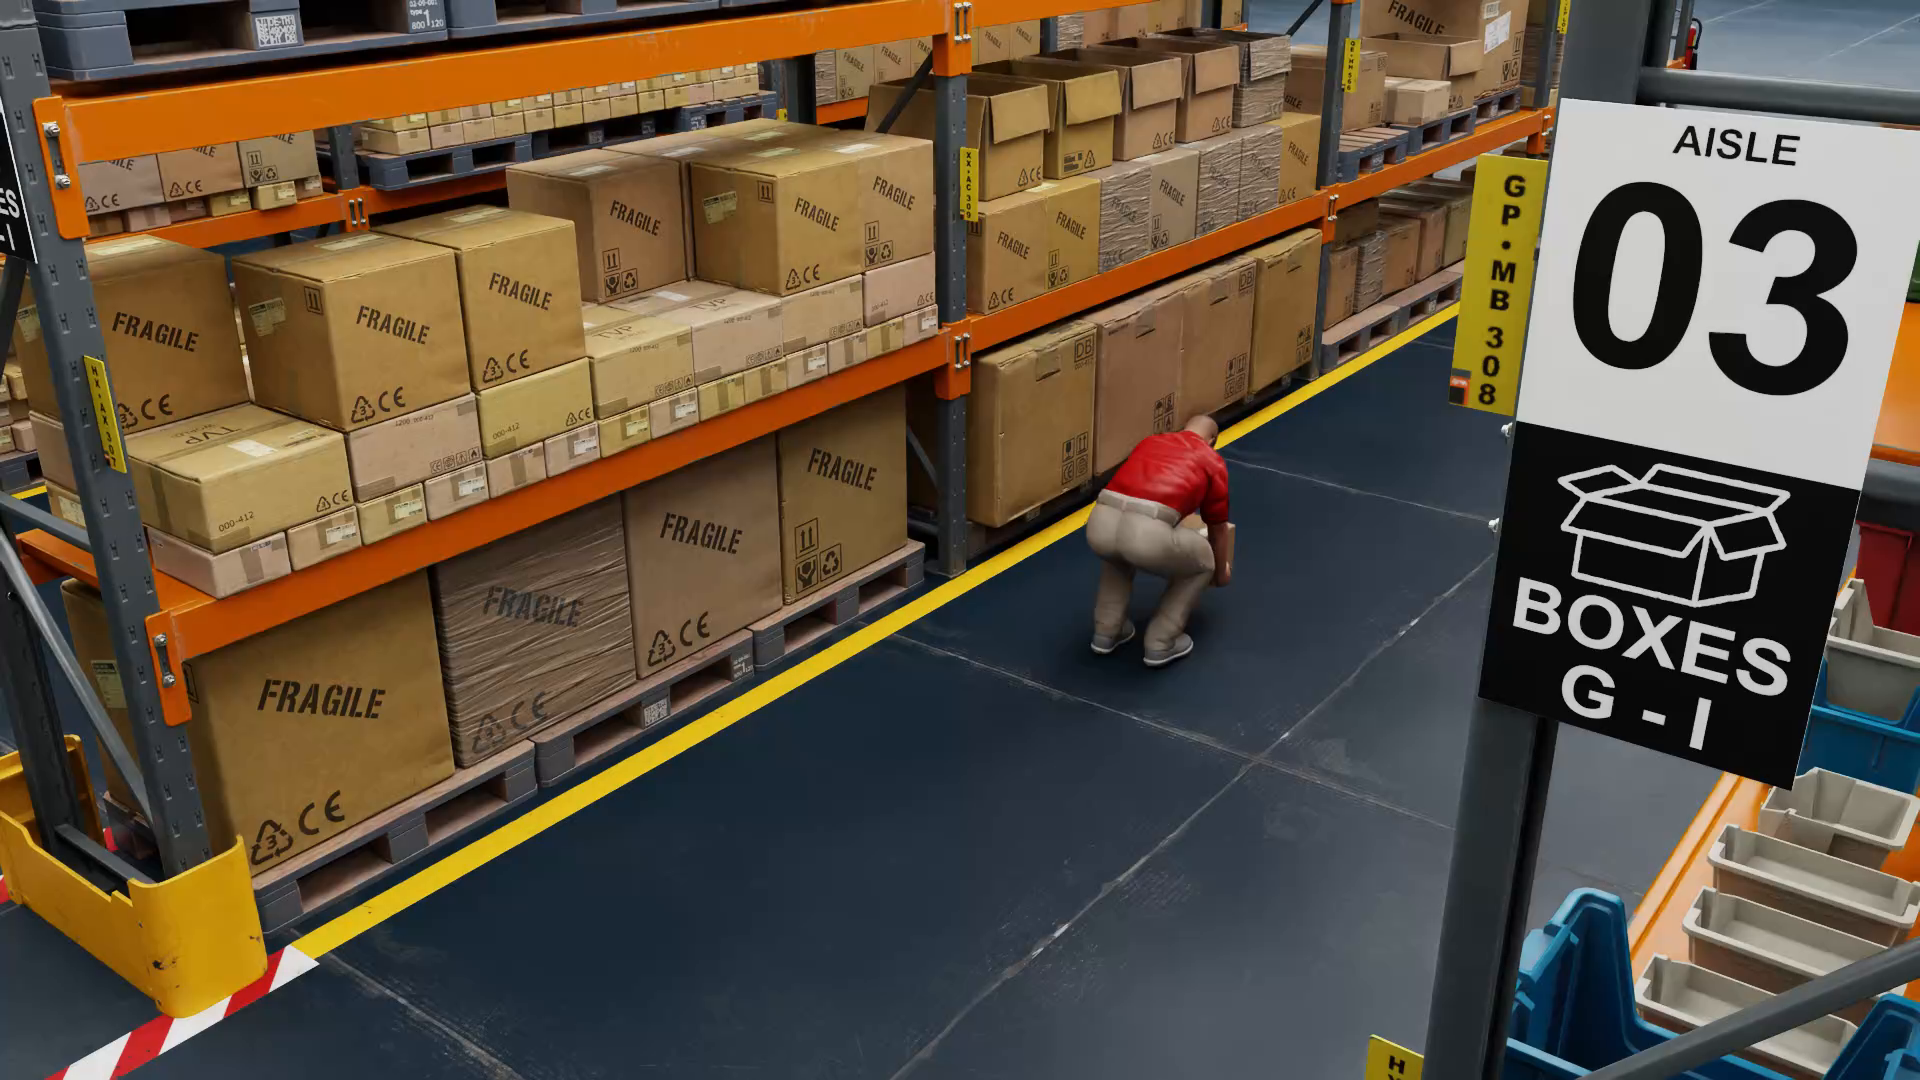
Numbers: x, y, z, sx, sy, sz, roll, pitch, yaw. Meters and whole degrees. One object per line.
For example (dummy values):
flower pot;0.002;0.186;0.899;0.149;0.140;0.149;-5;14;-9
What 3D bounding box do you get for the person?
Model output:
person;0.909;0.010;7.542;0.536;0.983;0.934;15;28;31
